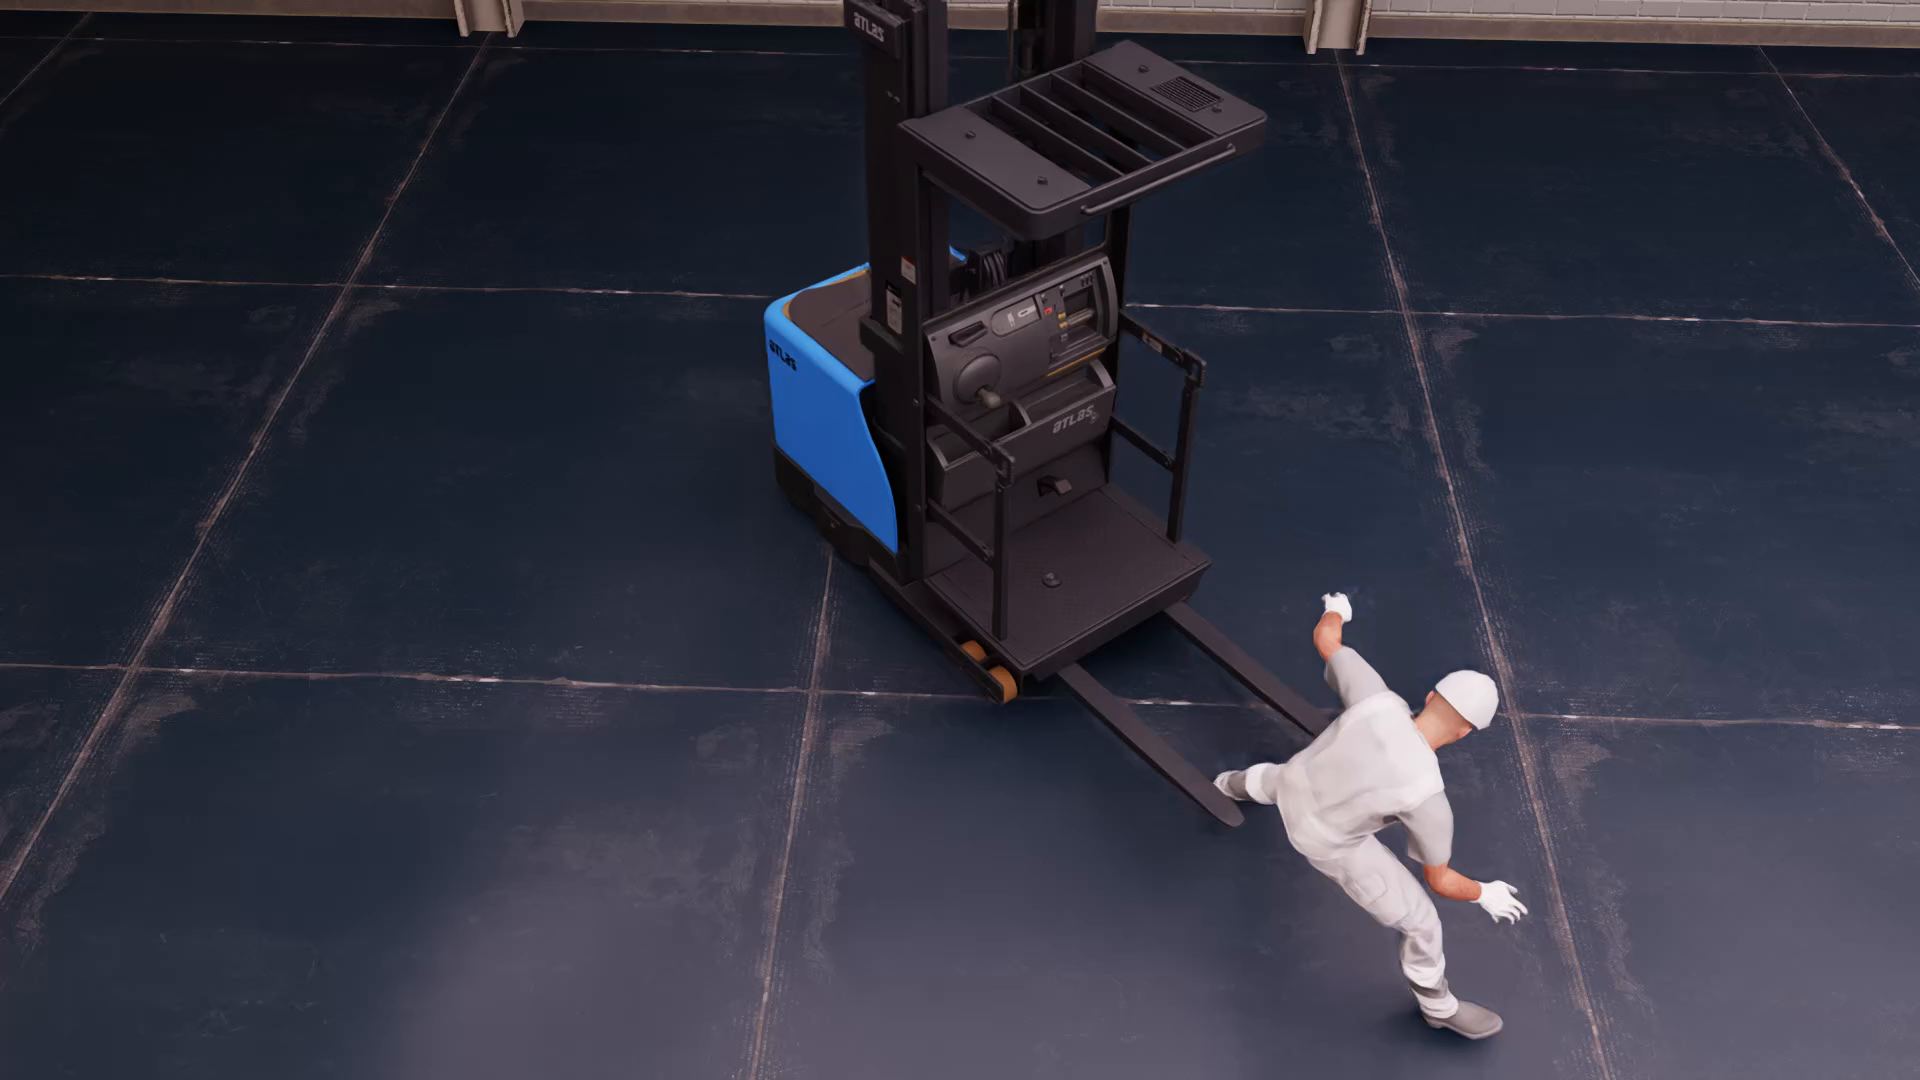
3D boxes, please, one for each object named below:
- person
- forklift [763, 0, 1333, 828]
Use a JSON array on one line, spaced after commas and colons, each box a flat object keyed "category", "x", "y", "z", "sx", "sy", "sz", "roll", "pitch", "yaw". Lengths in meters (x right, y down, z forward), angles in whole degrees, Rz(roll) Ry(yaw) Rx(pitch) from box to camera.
[{"category": "person", "x": 1.463, "y": 0.888, "z": 5.880, "sx": 0.769, "sy": 1.469, "sz": 1.311, "roll": -5, "pitch": 43, "yaw": -6}, {"category": "forklift", "x": 0.393, "y": -0.758, "z": 6.573, "sx": 1.130, "sy": 2.935, "sz": 3.031, "roll": -27, "pitch": 49, "yaw": -27}]
